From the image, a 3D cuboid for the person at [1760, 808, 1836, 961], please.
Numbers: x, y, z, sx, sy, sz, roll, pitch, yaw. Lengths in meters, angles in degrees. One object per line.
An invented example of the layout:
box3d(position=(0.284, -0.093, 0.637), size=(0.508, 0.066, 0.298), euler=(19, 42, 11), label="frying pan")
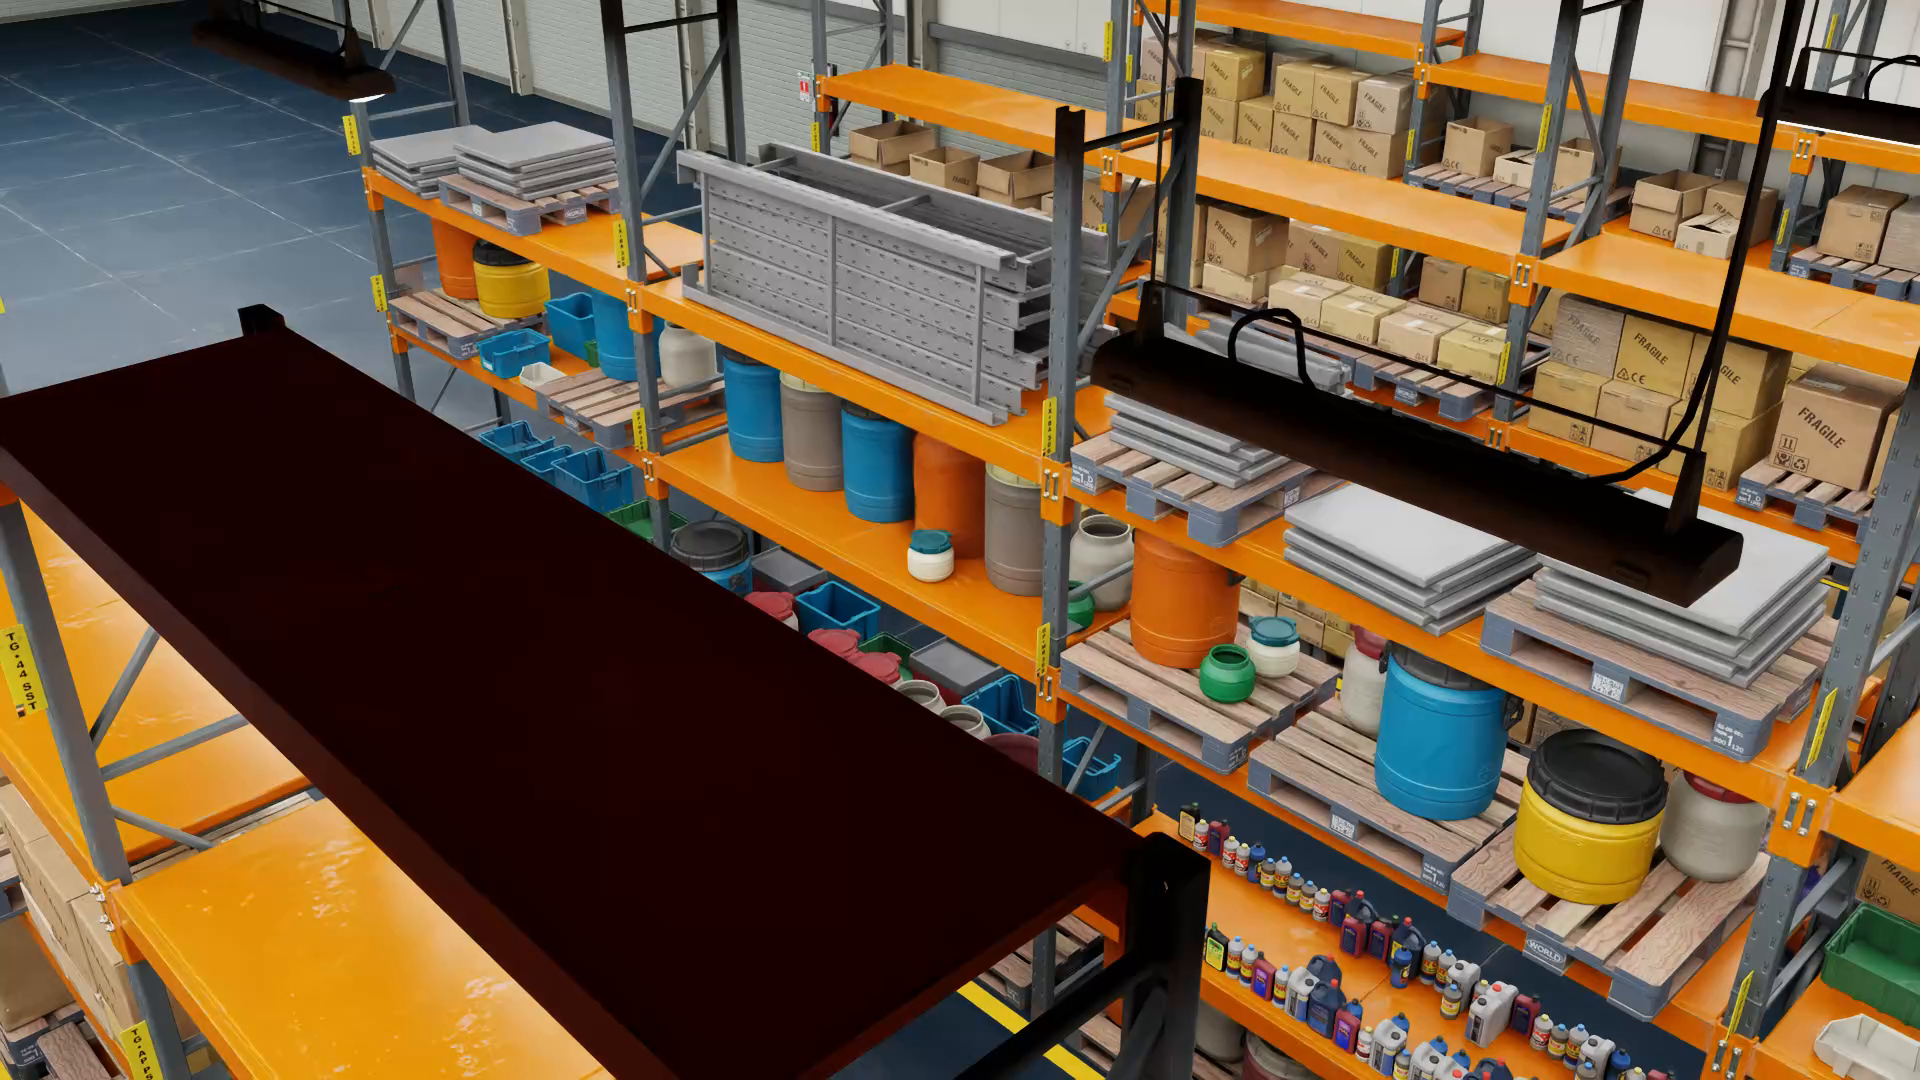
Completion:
box3d(position=(5.438, 2.335, 10.822), size=(0.918, 1.646, 0.608), euler=(19, 33, 31), label="person")
